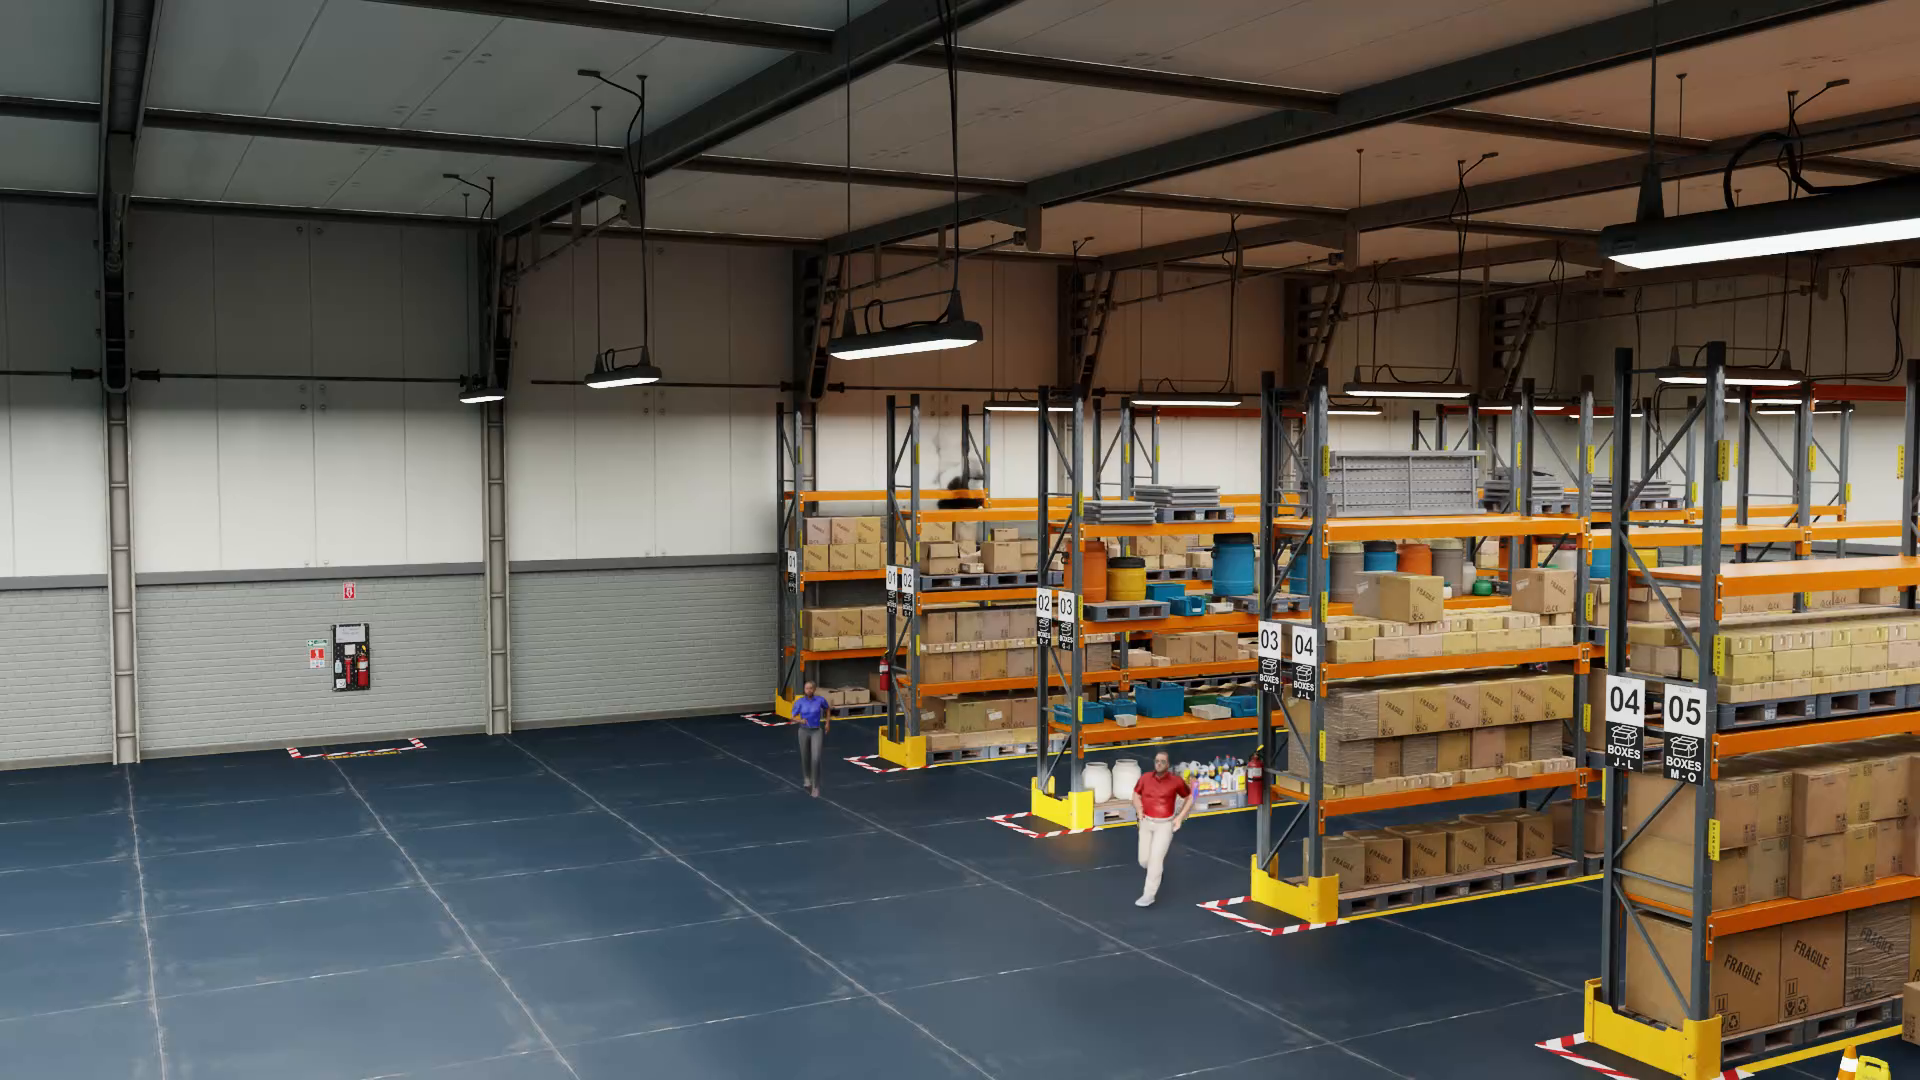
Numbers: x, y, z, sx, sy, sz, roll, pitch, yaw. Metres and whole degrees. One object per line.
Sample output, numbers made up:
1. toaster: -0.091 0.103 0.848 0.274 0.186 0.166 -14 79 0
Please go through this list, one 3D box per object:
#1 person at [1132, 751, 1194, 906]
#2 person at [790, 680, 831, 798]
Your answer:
1. person: 2.272 3.238 18.850 0.701 1.701 0.826 2 4 27
2. person: -2.223 2.961 24.715 0.588 1.678 0.776 0 3 -2
